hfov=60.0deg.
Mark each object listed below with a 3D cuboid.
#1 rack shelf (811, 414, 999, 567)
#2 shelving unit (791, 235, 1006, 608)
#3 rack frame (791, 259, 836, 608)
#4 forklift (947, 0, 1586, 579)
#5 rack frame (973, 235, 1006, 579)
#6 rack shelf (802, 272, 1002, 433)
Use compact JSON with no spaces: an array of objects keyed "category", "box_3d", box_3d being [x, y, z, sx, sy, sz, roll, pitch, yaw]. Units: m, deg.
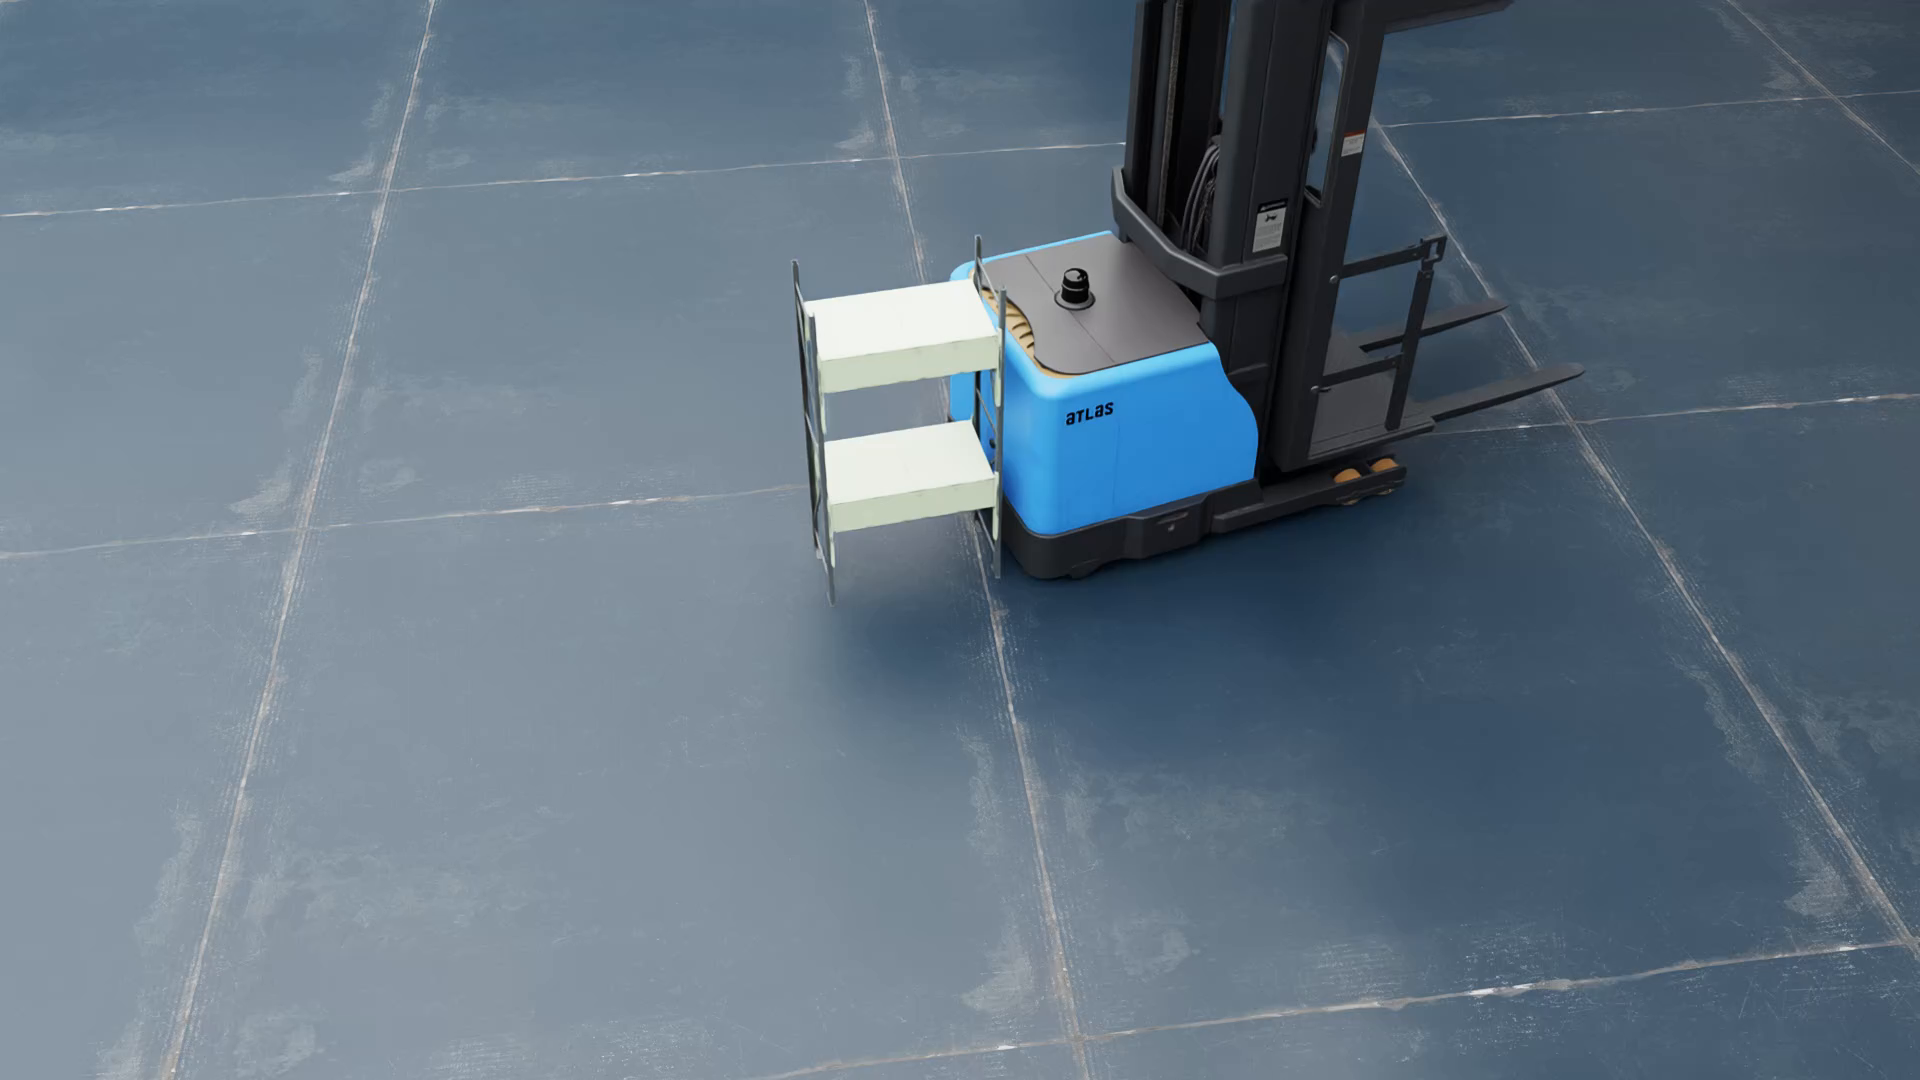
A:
[{"category":"rack shelf","box_3d":[-0.238,-0.214,7.070,0.720,0.370,0.431,-10,43,-10]},{"category":"shelving unit","box_3d":[-0.238,-0.457,6.851,0.755,1.500,0.431,-10,43,-10]},{"category":"rack frame","box_3d":[-0.593,-0.397,6.785,0.023,1.500,0.400,-10,43,-10]},{"category":"forklift","box_3d":[1.508,-1.560,7.006,3.031,2.935,1.130,-16,44,-17]},{"category":"rack frame","box_3d":[0.117,-0.516,6.918,0.023,1.500,0.400,-10,43,-10]},{"category":"rack shelf","box_3d":[-0.238,-0.746,6.590,0.720,0.370,0.431,-10,43,-10]}]
